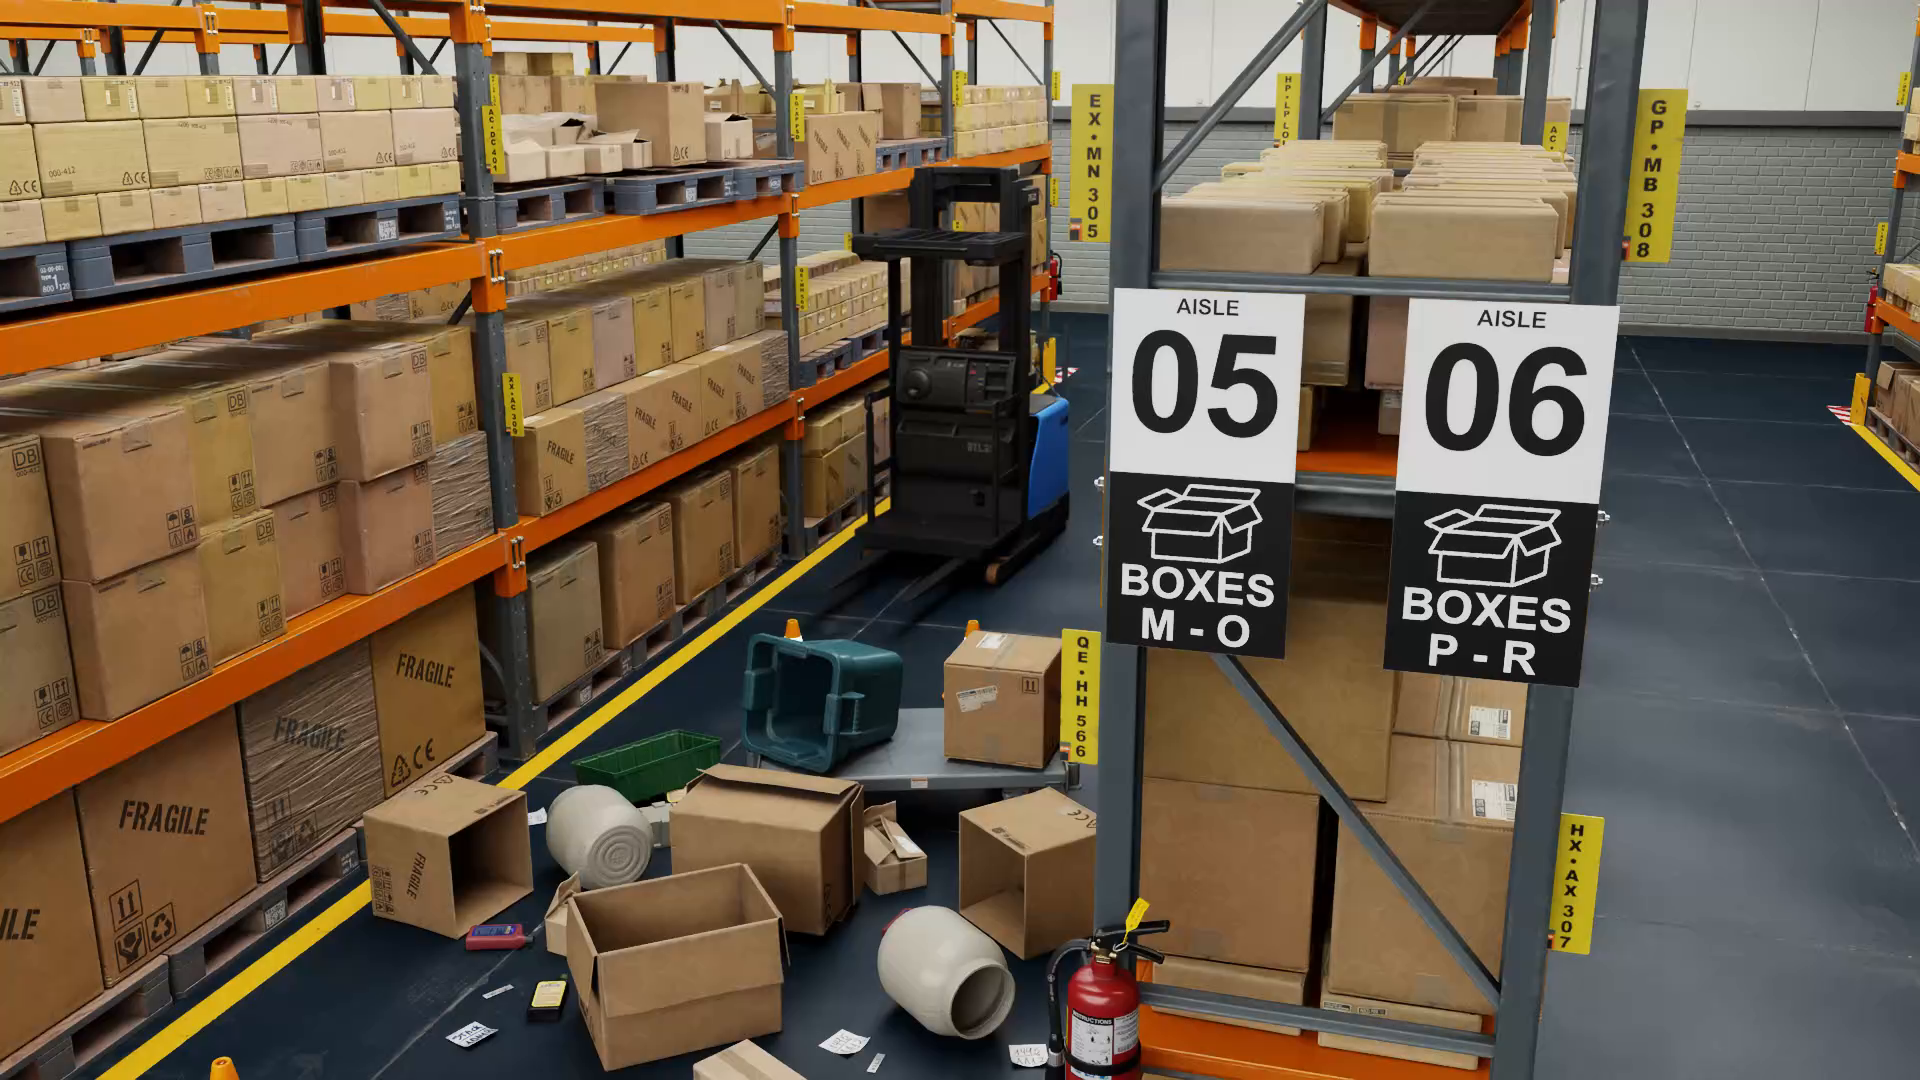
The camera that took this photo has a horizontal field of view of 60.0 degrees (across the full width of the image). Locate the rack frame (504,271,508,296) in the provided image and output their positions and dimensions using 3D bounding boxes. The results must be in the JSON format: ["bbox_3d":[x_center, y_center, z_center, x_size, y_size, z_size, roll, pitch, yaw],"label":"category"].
[{"bbox_3d":[-5.282,-2.786,17.655,1.000,3.000,0.127,5,16,16],"label":"rack frame"}]

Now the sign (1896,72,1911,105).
[{"bbox_3d":[9.596,-4.586,16.901,0.100,0.325,0.005,5,16,16],"label":"sign"}]

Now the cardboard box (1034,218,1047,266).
[{"bbox_3d":[0.701,-3.475,19.356,0.500,0.500,0.500,5,17,17],"label":"cardboard box"}]

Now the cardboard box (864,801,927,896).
[{"bbox_3d":[-0.343,1.437,7.775,0.258,0.266,0.396,-7,17,-23],"label":"cardboard box"}]

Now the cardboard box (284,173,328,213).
[{"bbox_3d":[-2.914,-1.469,7.021,0.380,0.149,0.250,5,17,17],"label":"cardboard box"}]

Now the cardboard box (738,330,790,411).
[{"bbox_3d":[-1.562,-1.238,12.014,0.500,0.500,0.500,5,16,16],"label":"cardboard box"}]

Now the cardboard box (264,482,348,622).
[{"bbox_3d":[-3.323,0.021,7.484,0.875,0.550,0.550,5,16,16],"label":"cardboard box"}]

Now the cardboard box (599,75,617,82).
[{"bbox_3d":[-4.517,-5.296,19.871,0.700,0.500,0.500,4,16,14],"label":"cardboard box"}]

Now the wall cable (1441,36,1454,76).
[{"bbox_3d":[6.703,-7.460,23.141,0.463,3.000,0.029,5,16,16],"label":"wall cable"}]

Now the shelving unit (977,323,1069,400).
[{"bbox_3d":[0.525,-1.054,14.295,0.538,1.500,1.048,6,17,20],"label":"shelving unit"}]

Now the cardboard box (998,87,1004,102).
[{"bbox_3d":[0.241,-4.645,17.341,0.380,0.149,0.250,4,16,14],"label":"cardboard box"}]

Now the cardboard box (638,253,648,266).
[{"bbox_3d":[-4.076,-3.459,20.488,0.380,0.149,0.250,5,16,16],"label":"cardboard box"}]

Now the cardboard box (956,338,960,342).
[{"bbox_3d":[-0.042,-2.219,19.020,0.380,0.149,0.250,4,16,13],"label":"cardboard box"}]

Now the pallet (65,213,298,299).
[{"bbox_3d":[-3.420,-1.151,6.556,1.003,0.211,1.213,5,16,16],"label":"pallet"}]

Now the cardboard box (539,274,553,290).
[{"bbox_3d":[-4.730,-2.855,18.357,0.380,0.149,0.250,5,17,18],"label":"cardboard box"}]

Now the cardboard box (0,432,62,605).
[{"bbox_3d":[-3.755,-0.072,5.834,0.875,0.550,0.550,5,16,16],"label":"cardboard box"}]

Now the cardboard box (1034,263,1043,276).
[{"bbox_3d":[0.760,-3.194,19.552,0.380,0.149,0.250,5,16,16],"label":"cardboard box"}]

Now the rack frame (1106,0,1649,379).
[{"bbox_3d":[0.809,-1.764,3.059,1.000,3.000,0.127,5,16,16],"label":"rack frame"}]

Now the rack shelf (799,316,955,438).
[{"bbox_3d":[-1.123,-1.506,14.459,1.077,0.370,4.000,5,16,16],"label":"rack shelf"}]

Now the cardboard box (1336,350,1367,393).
[{"bbox_3d":[0.926,-0.511,4.598,0.380,0.149,0.250,5,17,16],"label":"cardboard box"}]

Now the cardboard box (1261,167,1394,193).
[{"bbox_3d":[1.085,-1.020,4.932,0.380,0.149,0.250,4,16,14],"label":"cardboard box"}]

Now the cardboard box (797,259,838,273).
[{"bbox_3d":[-1.330,-2.470,15.140,0.380,0.149,0.250,4,16,15],"label":"cardboard box"}]

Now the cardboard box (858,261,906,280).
[{"bbox_3d":[-0.707,-2.416,14.950,0.380,0.149,0.250,5,16,16],"label":"cardboard box"}]

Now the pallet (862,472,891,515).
[{"bbox_3d":[-1.120,-0.510,14.739,1.003,0.211,1.213,5,16,16],"label":"pallet"}]

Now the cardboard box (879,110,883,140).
[{"bbox_3d":[-1.007,-3.763,14.997,0.500,0.311,0.500,4,16,15],"label":"cardboard box"}]

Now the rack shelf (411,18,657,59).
[{"bbox_3d":[-4.714,-5.657,18.834,1.077,0.370,4.000,5,16,16],"label":"rack shelf"}]

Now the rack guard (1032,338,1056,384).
[{"bbox_3d":[0.560,-2.199,20.167,1.175,0.500,0.348,5,16,16],"label":"rack guard"}]

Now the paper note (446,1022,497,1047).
[{"bbox_3d":[-1.904,1.926,6.487,0.144,0.017,0.142,11,19,35],"label":"paper note"}]

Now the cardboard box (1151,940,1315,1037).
[{"bbox_3d":[0.711,1.128,4.315,0.380,0.149,0.250,5,17,18],"label":"cardboard box"}]

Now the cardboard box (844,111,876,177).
[{"bbox_3d":[-1.002,-3.211,13.473,0.500,0.500,0.500,5,16,16],"label":"cardboard box"}]

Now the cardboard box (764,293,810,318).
[{"bbox_3d":[-1.374,-1.803,12.790,0.380,0.149,0.250,5,16,16],"label":"cardboard box"}]

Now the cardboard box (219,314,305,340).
[{"bbox_3d":[-6.020,-1.894,14.326,0.500,0.500,0.500,5,17,18],"label":"cardboard box"}]

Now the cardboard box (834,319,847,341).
[{"bbox_3d":[-1.143,-1.723,13.597,0.380,0.149,0.250,5,17,18],"label":"cardboard box"}]

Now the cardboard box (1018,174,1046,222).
[{"bbox_3d":[0.690,-3.955,19.215,0.500,0.500,0.500,4,16,15],"label":"cardboard box"}]

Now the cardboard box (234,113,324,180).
[{"bbox_3d":[-3.010,-1.635,6.875,0.500,0.250,0.500,4,16,15],"label":"cardboard box"}]

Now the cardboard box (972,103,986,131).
[{"bbox_3d":[-0.042,-4.224,16.586,0.500,0.250,0.500,5,16,16],"label":"cardboard box"}]

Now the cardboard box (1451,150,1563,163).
[{"bbox_3d":[1.957,-1.318,5.979,0.380,0.149,0.250,5,17,18],"label":"cardboard box"}]

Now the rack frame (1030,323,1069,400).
[{"bbox_3d":[0.709,-1.183,14.751,0.500,1.500,0.032,6,17,20],"label":"rack frame"}]

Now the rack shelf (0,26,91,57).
[{"bbox_3d":[-10.599,-4.995,16.499,1.077,0.370,4.000,5,16,16],"label":"rack shelf"}]

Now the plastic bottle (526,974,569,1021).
[{"bbox_3d":[-1.659,1.843,6.721,0.133,0.061,0.283,-1,16,-3],"label":"plastic bottle"}]

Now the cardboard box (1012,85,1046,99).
[{"bbox_3d":[0.769,-5.115,18.997,0.380,0.149,0.250,4,16,15],"label":"cardboard box"}]

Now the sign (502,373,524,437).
[{"bbox_3d":[-2.296,-0.694,8.548,0.100,0.325,0.005,5,16,16],"label":"sign"}]

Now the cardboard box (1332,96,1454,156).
[{"bbox_3d":[1.989,-1.900,7.622,0.500,0.250,0.500,5,17,17],"label":"cardboard box"}]

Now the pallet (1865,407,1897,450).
[{"bbox_3d":[9.869,-1.110,16.857,1.003,0.211,1.213,5,16,16],"label":"pallet"}]

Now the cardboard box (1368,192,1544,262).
[{"bbox_3d":[1.162,-0.728,3.902,0.380,0.149,0.250,5,16,16],"label":"cardboard box"}]

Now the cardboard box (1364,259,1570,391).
[{"bbox_3d":[1.208,-0.503,3.839,0.500,0.250,0.500,4,16,15],"label":"cardboard box"}]

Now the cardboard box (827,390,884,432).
[{"bbox_3d":[-0.967,-1.112,14.189,0.500,0.250,0.500,5,17,16],"label":"cardboard box"}]

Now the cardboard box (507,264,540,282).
[{"bbox_3d":[-4.897,-2.960,17.997,0.500,0.250,0.500,4,16,15],"label":"cardboard box"}]

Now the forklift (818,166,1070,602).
[{"bbox_3d":[-0.107,-1.208,12.217,1.130,2.935,3.031,6,17,20],"label":"forklift"}]

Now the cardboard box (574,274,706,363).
[{"bbox_3d":[-2.115,-1.474,11.014,0.700,0.500,0.500,4,16,15],"label":"cardboard box"}]

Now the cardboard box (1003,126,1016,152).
[{"bbox_3d":[0.282,-4.250,17.593,0.500,0.250,0.500,5,17,18],"label":"cardboard box"}]

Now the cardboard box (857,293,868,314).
[{"bbox_3d":[-0.997,-2.001,14.032,0.380,0.149,0.250,4,16,15],"label":"cardboard box"}]

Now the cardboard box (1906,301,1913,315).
[{"bbox_3d":[9.560,-2.292,16.372,0.380,0.149,0.250,5,17,18],"label":"cardboard box"}]

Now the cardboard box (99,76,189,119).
[{"bbox_3d":[-3.131,-1.654,6.212,0.380,0.149,0.250,5,17,17],"label":"cardboard box"}]
